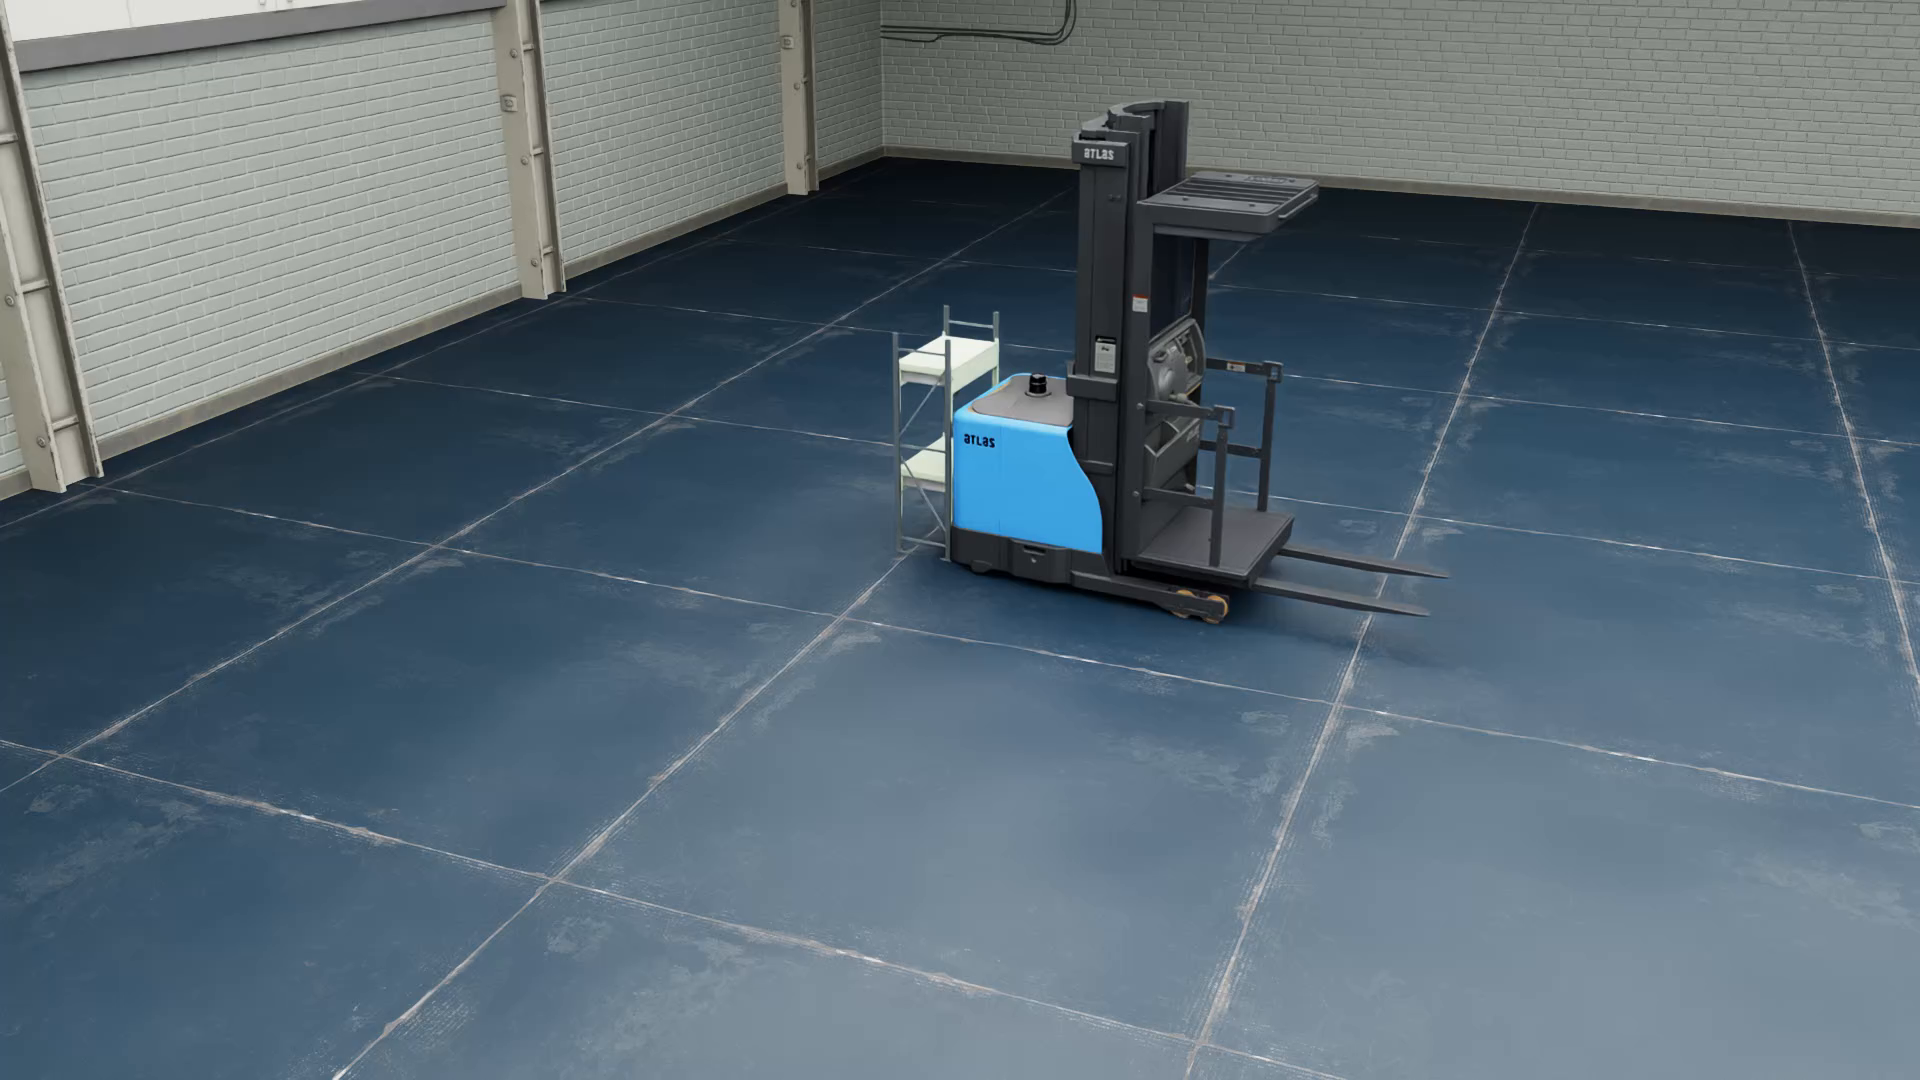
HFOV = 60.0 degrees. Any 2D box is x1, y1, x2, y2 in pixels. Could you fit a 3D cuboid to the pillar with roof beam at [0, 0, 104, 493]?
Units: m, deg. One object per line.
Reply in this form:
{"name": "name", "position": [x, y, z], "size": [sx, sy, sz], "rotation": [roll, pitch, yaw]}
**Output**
{"name": "pillar with roof beam", "position": [-2.599, -3.970, 9.079], "size": [9.100, 9.000, 0.400], "rotation": [9, 24, 20]}

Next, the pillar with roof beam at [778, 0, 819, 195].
{"name": "pillar with roof beam", "position": [1.859, -8.264, 19.360], "size": [9.100, 9.000, 0.400], "rotation": [9, 24, 20]}

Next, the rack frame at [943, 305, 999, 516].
{"name": "rack frame", "position": [0.074, -0.840, 11.316], "size": [0.400, 1.500, 0.023], "rotation": [10, 25, 23]}

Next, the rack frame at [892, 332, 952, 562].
{"name": "rack frame", "position": [-0.241, -0.586, 10.706], "size": [0.400, 1.500, 0.023], "rotation": [10, 25, 23]}

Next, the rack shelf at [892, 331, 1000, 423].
{"name": "rack shelf", "position": [-0.084, -1.073, 10.861], "size": [0.431, 0.370, 0.720], "rotation": [10, 25, 23]}

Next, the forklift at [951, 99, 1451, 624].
{"name": "forklift", "position": [1.499, -1.082, 10.037], "size": [3.031, 2.935, 1.130], "rotation": [11, 25, 24]}

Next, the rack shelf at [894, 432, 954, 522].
{"name": "rack shelf", "position": [-0.084, -0.412, 11.137], "size": [0.431, 0.370, 0.720], "rotation": [10, 25, 23]}

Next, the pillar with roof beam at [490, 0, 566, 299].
{"name": "pillar with roof beam", "position": [-0.370, -6.117, 14.219], "size": [9.100, 9.000, 0.400], "rotation": [9, 24, 20]}

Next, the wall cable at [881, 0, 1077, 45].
{"name": "wall cable", "position": [0.184, -8.313, 23.504], "size": [3.097, 2.526, 0.112], "rotation": [9, 24, 20]}

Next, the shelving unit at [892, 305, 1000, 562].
{"name": "shelving unit", "position": [-0.084, -0.713, 11.011], "size": [0.431, 1.500, 0.755], "rotation": [10, 25, 23]}
